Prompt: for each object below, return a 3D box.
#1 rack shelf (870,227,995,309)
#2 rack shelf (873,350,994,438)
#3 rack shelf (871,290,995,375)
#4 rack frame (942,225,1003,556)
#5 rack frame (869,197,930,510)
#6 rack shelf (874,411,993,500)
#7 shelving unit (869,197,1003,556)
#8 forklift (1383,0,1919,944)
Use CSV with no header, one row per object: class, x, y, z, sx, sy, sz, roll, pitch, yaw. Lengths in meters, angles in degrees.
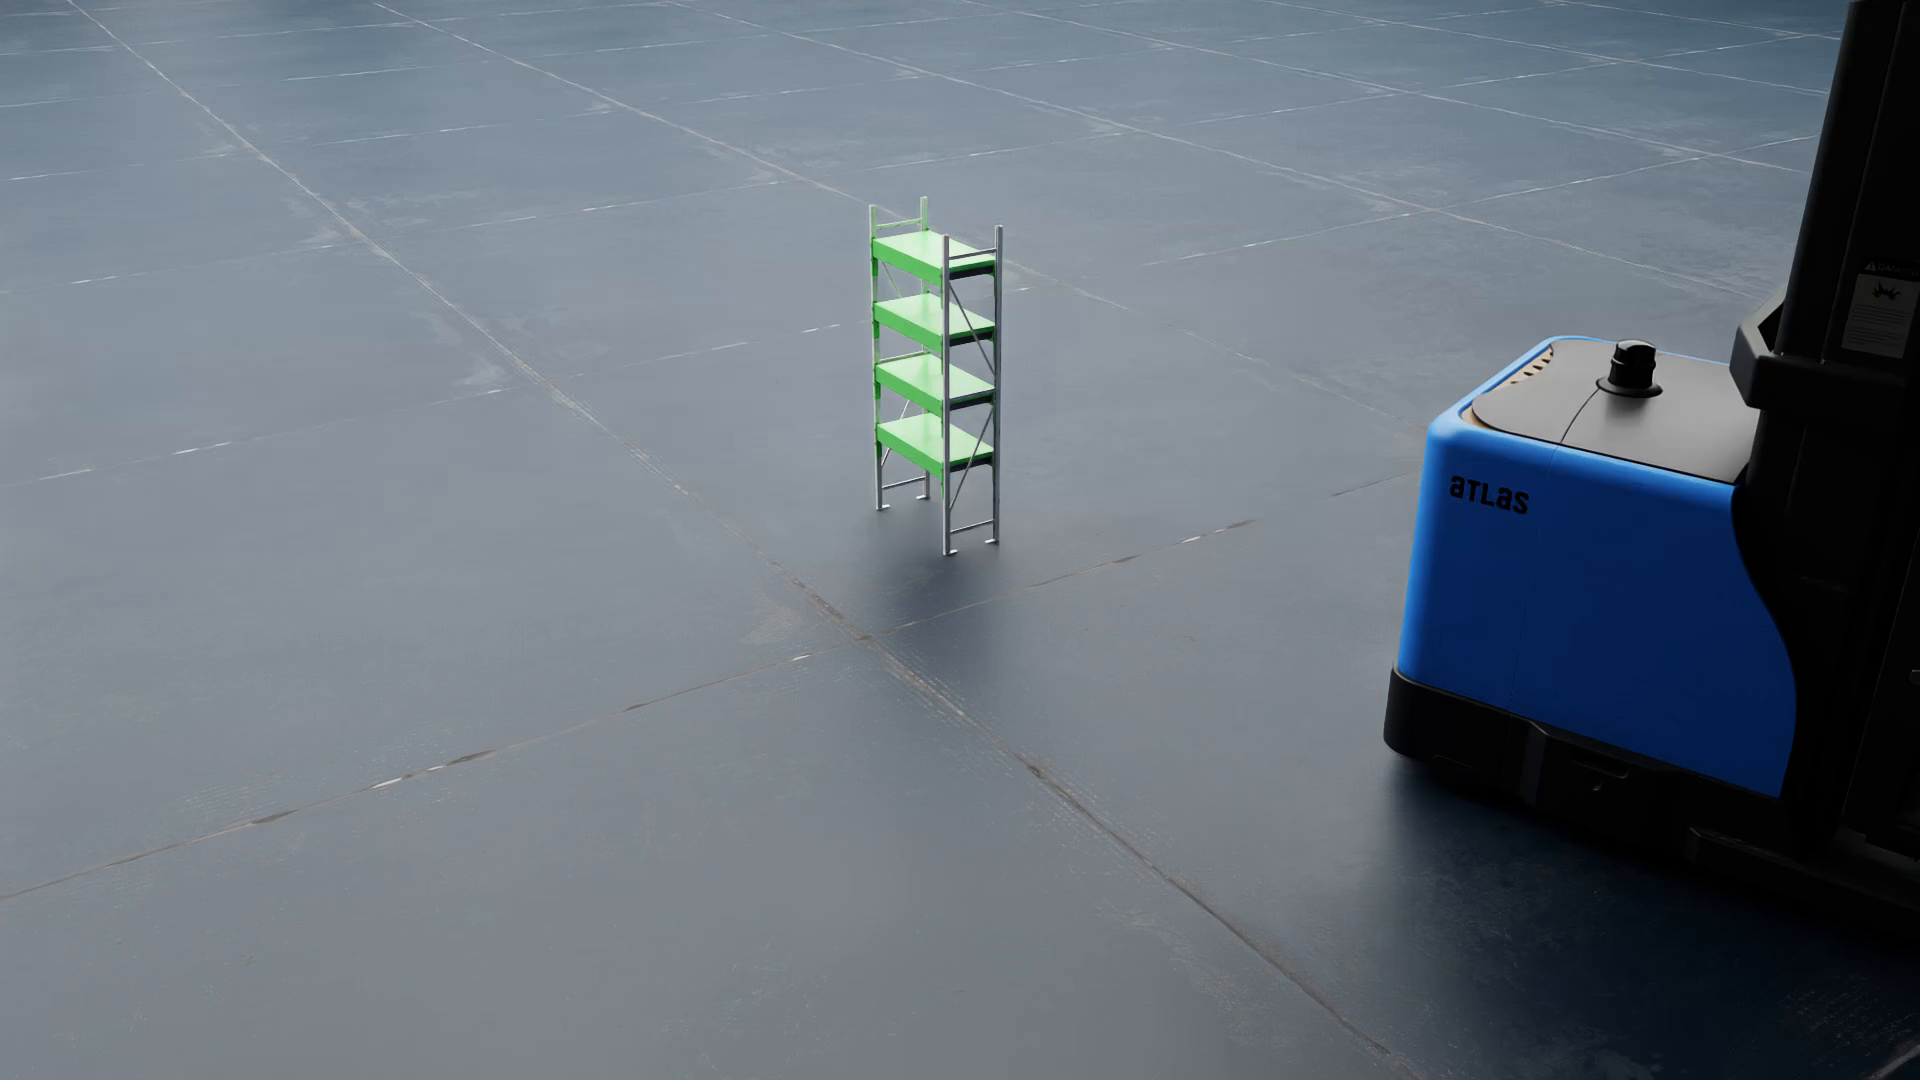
rack shelf,-0.090,-0.978,5.942,0.258,0.148,0.480,-16,29,-30
rack shelf,-0.090,-0.544,6.147,0.258,0.148,0.480,-16,29,-30
rack shelf,-0.090,-0.761,6.044,0.258,0.148,0.480,-16,29,-30
rack frame,0.043,-0.515,5.934,0.240,1.200,0.015,-16,29,-30
rack frame,-0.224,-0.689,6.304,0.240,1.200,0.015,-16,29,-30
rack shelf,-0.090,-0.327,6.249,0.258,0.148,0.480,-16,29,-30
shelving unit,-0.090,-0.602,6.119,0.258,1.200,0.503,-16,29,-30
forklift,2.715,-0.454,3.778,3.031,2.935,1.130,18,31,33
